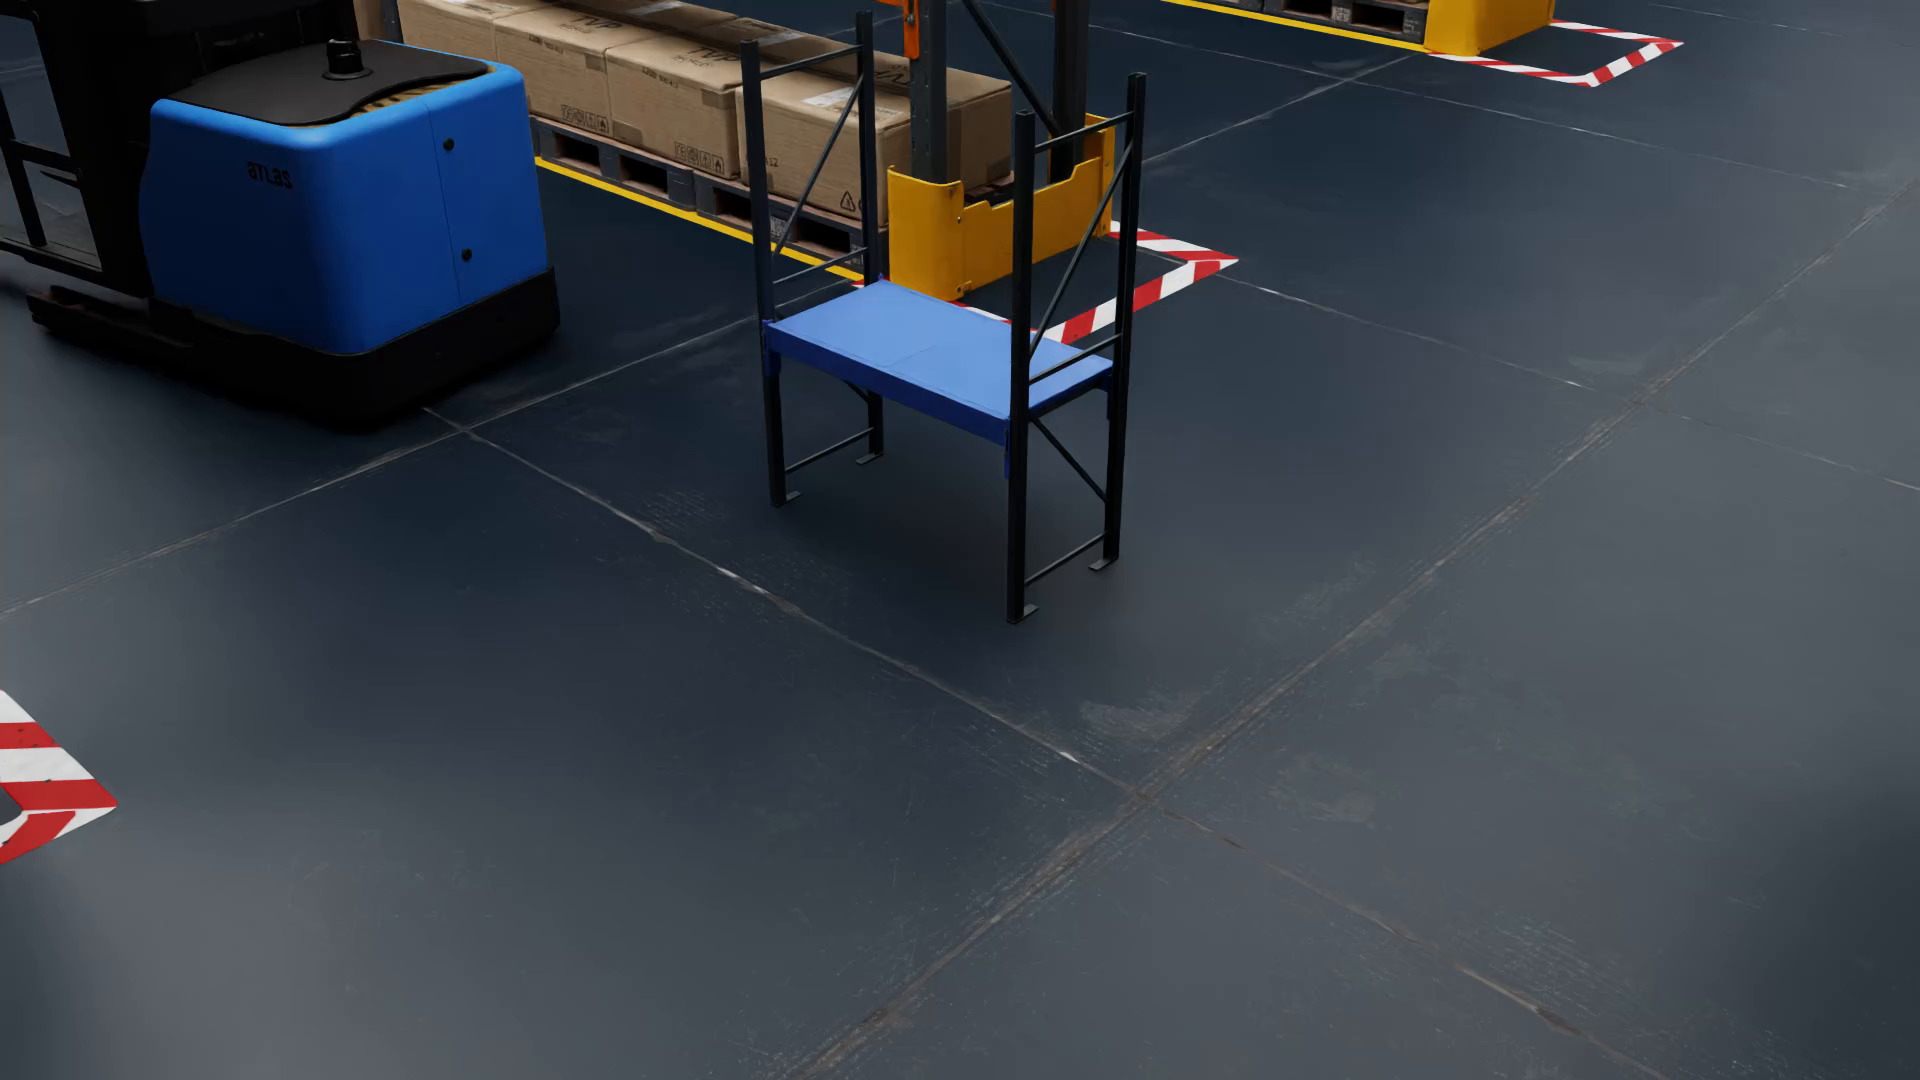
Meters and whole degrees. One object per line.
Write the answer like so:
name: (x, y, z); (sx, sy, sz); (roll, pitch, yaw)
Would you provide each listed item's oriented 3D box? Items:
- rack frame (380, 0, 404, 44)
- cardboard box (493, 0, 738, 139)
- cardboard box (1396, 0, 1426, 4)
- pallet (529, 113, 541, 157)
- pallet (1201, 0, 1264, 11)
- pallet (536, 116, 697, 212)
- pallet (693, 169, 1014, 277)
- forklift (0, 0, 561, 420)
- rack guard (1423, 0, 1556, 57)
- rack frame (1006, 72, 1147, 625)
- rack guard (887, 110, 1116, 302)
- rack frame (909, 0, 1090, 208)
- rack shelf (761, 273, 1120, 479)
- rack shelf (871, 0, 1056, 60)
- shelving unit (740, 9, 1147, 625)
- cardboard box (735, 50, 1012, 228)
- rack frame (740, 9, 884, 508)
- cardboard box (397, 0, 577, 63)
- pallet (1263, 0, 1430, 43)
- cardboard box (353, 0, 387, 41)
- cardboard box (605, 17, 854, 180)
rack frame: (-2.788, -3.931, 8.871); (0.127, 3.000, 1.000); (25, 39, 35)
cardboard box: (-1.730, -2.445, 8.480); (0.875, 0.438, 0.875); (24, 38, 34)
cardboard box: (2.894, -3.535, 10.571); (0.250, 0.149, 0.380); (26, 40, 36)
pallet: (-2.277, -2.443, 9.103); (1.213, 0.211, 1.003); (25, 39, 35)
pallet: (1.889, -4.023, 11.727); (1.213, 0.211, 1.003); (25, 39, 35)
pallet: (-1.368, -2.021, 8.402); (1.213, 0.211, 1.003); (25, 39, 35)
pallet: (-0.468, -1.598, 7.700); (1.213, 0.211, 1.003); (25, 39, 35)
forklift: (-3.090, -2.239, 6.127); (3.031, 2.935, 1.130); (18, 35, 27)
rack guard: (3.368, -3.429, 10.462); (0.348, 0.500, 1.175); (25, 39, 35)
rack frame: (0.314, -0.496, 4.620); (0.032, 1.500, 0.500); (25, 39, 35)
rack guard: (0.196, -1.467, 7.202); (0.348, 0.500, 1.175); (25, 39, 35)
rack frame: (0.178, -2.546, 6.571); (0.127, 3.000, 1.000); (25, 39, 35)
rack shelf: (-0.063, -0.518, 5.005); (1.000, 0.185, 0.538); (25, 39, 35)
rack shelf: (-1.305, -2.930, 7.906); (4.000, 0.370, 1.077); (25, 39, 35)
shelving unit: (-0.063, -0.672, 4.912); (1.048, 1.500, 0.538); (25, 39, 35)
cardboard box: (-0.379, -1.819, 7.440); (0.875, 0.438, 0.875); (24, 38, 34)
rack frame: (-0.440, -0.848, 5.204); (0.032, 1.500, 0.500); (25, 39, 35)
cardboard box: (-2.395, -2.754, 8.994); (0.875, 0.438, 0.875); (24, 39, 34)
pallet: (2.789, -3.600, 11.026); (1.213, 0.211, 1.003); (25, 39, 35)
cardboard box: (-3.301, -3.384, 9.616); (0.875, 0.875, 0.875); (26, 40, 36)
cardboard box: (-1.063, -2.132, 7.960); (0.875, 0.438, 0.875); (26, 40, 36)
